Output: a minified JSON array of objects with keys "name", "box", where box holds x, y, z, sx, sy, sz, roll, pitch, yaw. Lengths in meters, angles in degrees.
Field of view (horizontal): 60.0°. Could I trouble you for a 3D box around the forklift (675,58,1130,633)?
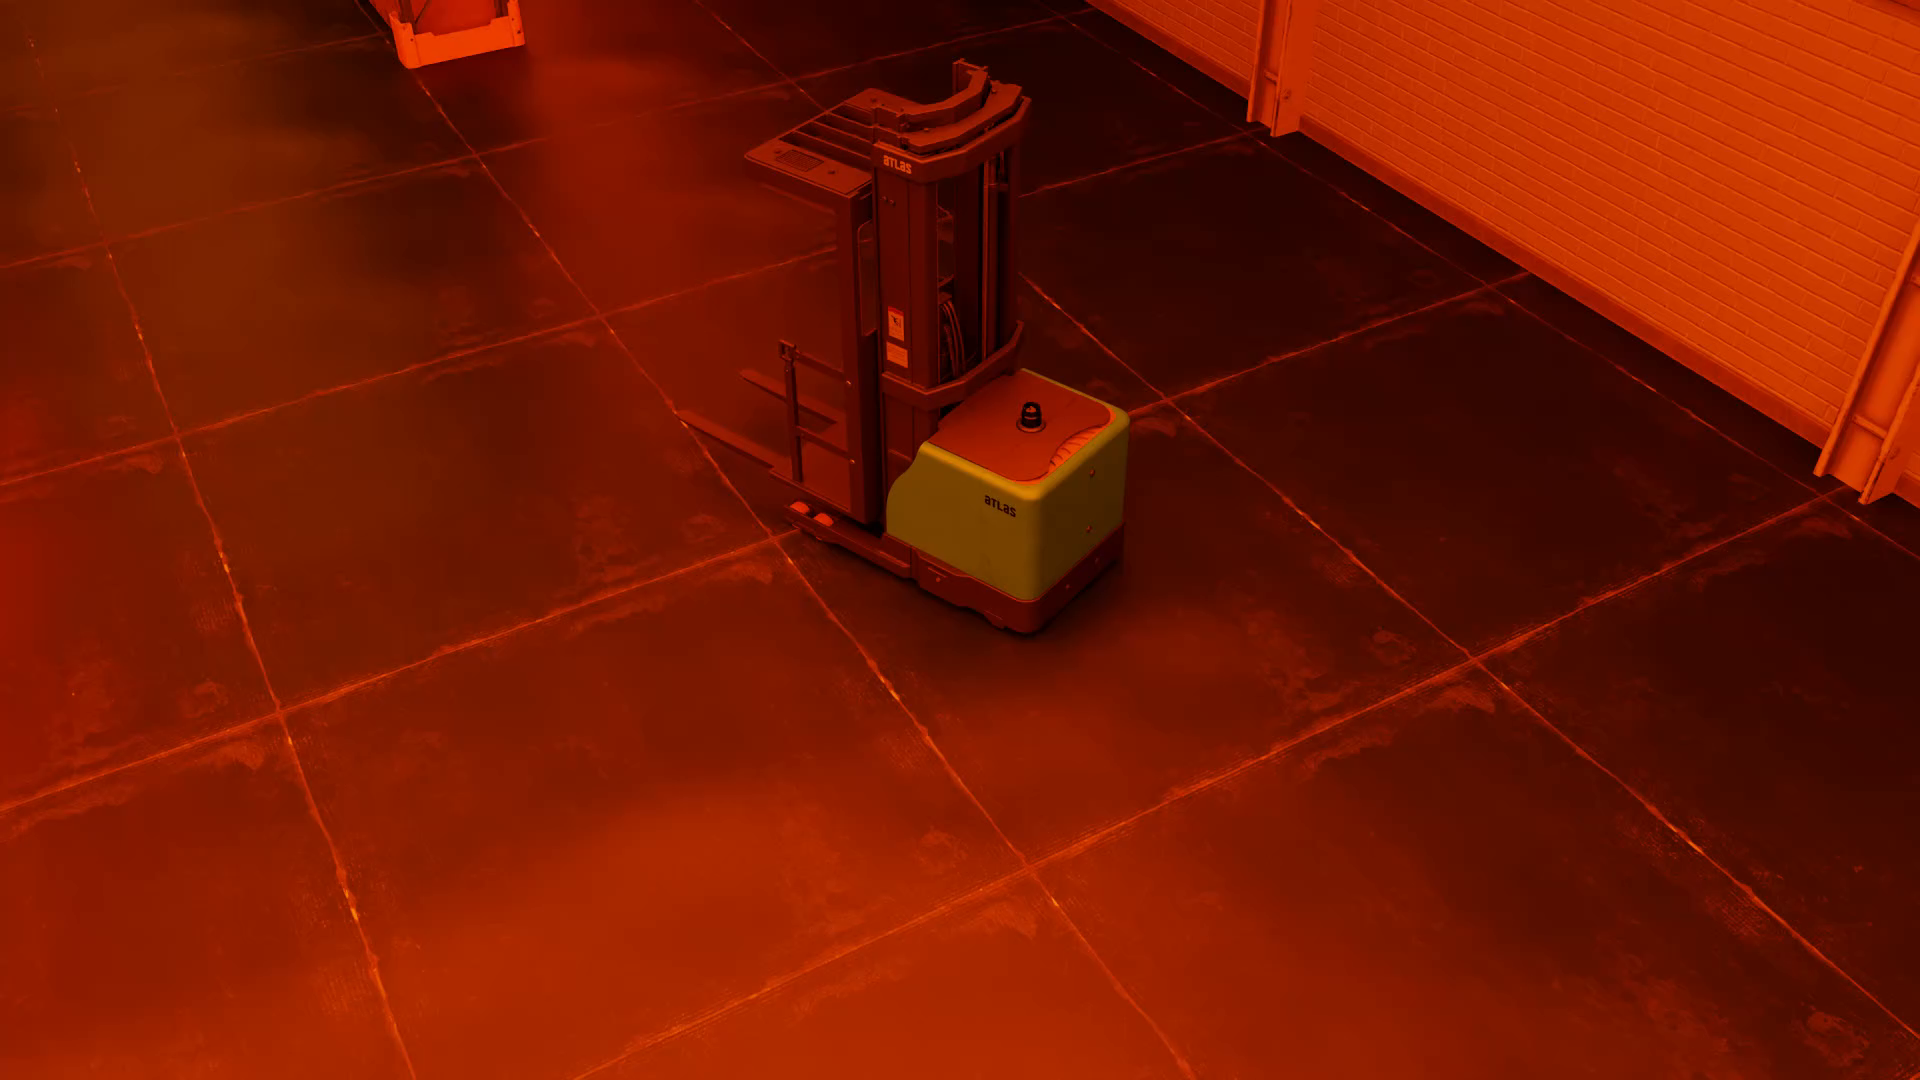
[{"name":"forklift","box":[-0.481,-1.366,9.683,3.031,2.935,1.130,26,46,28]}]
